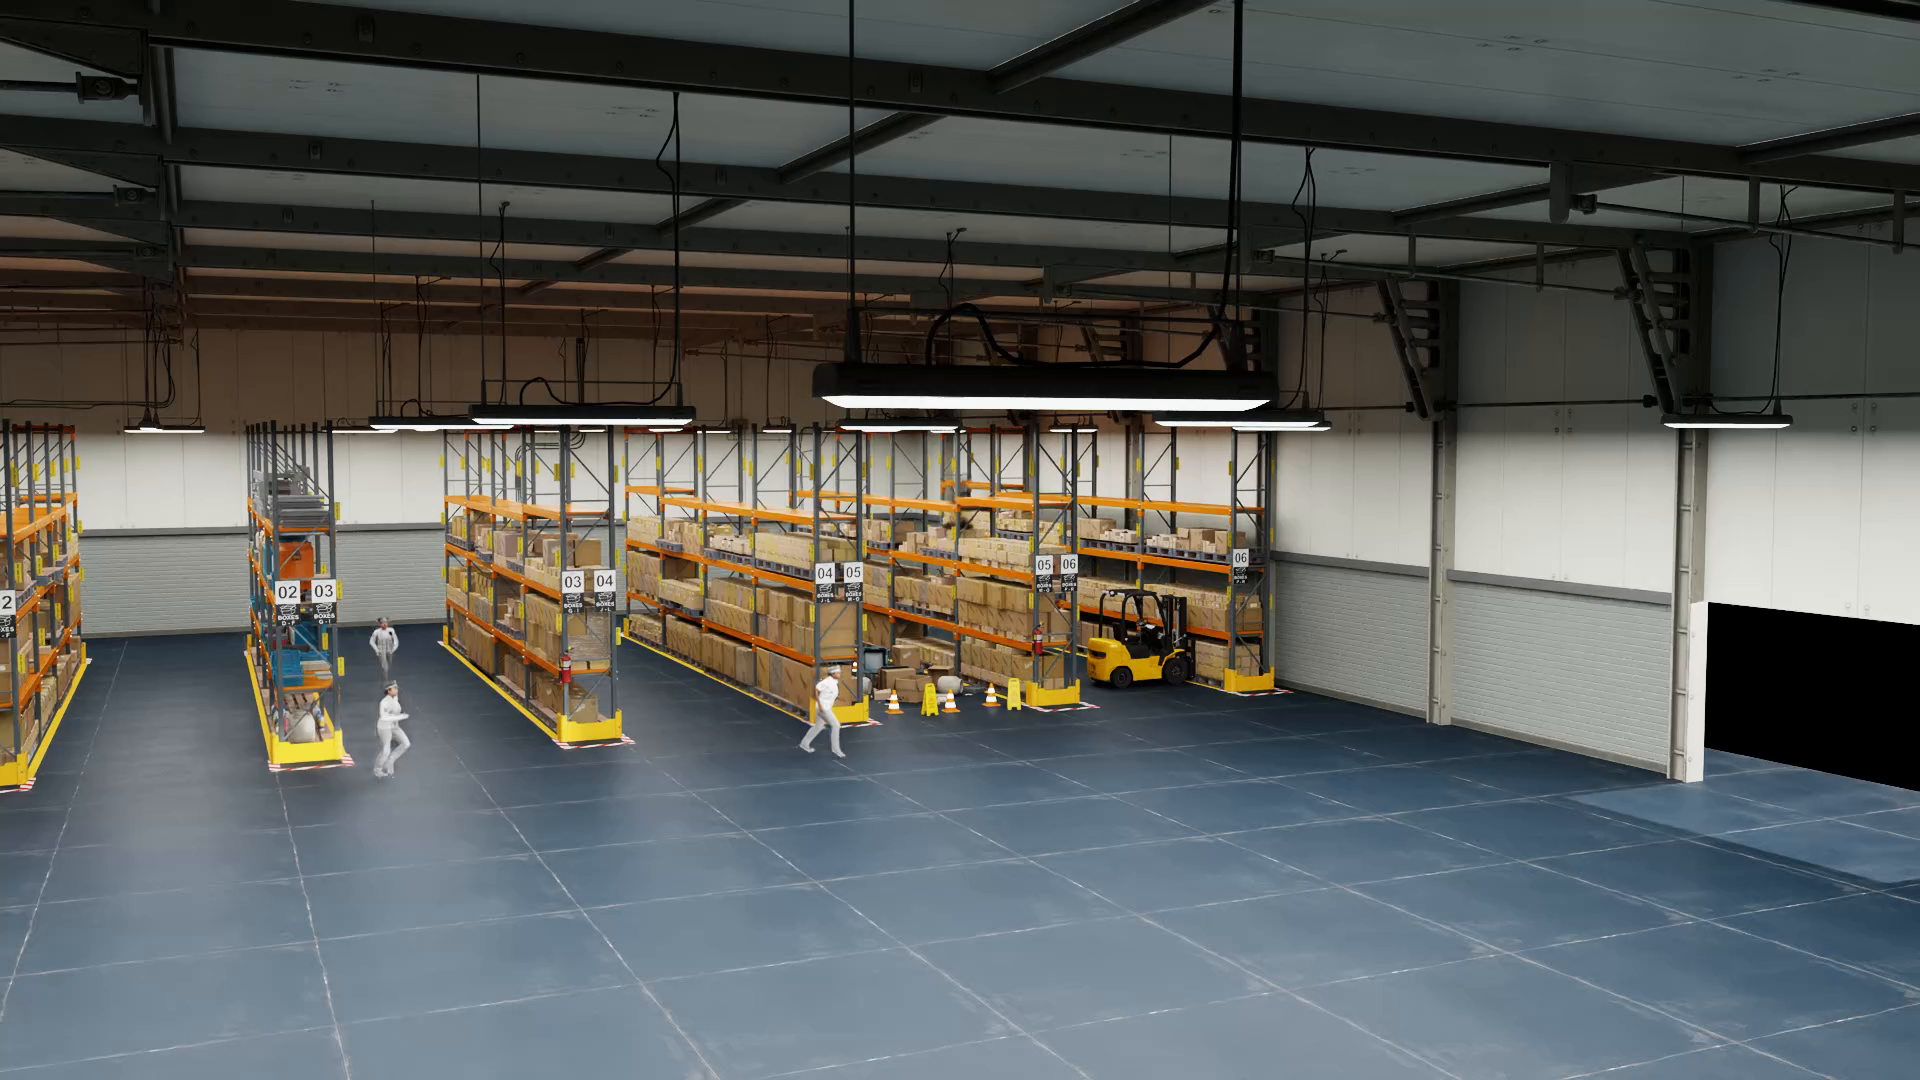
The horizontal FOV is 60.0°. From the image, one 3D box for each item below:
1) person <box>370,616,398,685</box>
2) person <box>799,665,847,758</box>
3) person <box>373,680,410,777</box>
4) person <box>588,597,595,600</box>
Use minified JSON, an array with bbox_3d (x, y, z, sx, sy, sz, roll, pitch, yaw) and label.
[{"bbox_3d":[-12.982,2.552,37.495,0.616,1.708,0.715,-2,4,-34],"label":"person"},{"bbox_3d":[-2.469,3.057,29.747,0.895,1.674,0.571,1,4,11],"label":"person"},{"bbox_3d":[-9.488,3.147,27.738,0.737,1.638,0.647,1,4,12],"label":"person"},{"bbox_3d":[-10.232,2.051,45.892,0.651,1.662,0.741,-1,4,-21],"label":"person"}]
